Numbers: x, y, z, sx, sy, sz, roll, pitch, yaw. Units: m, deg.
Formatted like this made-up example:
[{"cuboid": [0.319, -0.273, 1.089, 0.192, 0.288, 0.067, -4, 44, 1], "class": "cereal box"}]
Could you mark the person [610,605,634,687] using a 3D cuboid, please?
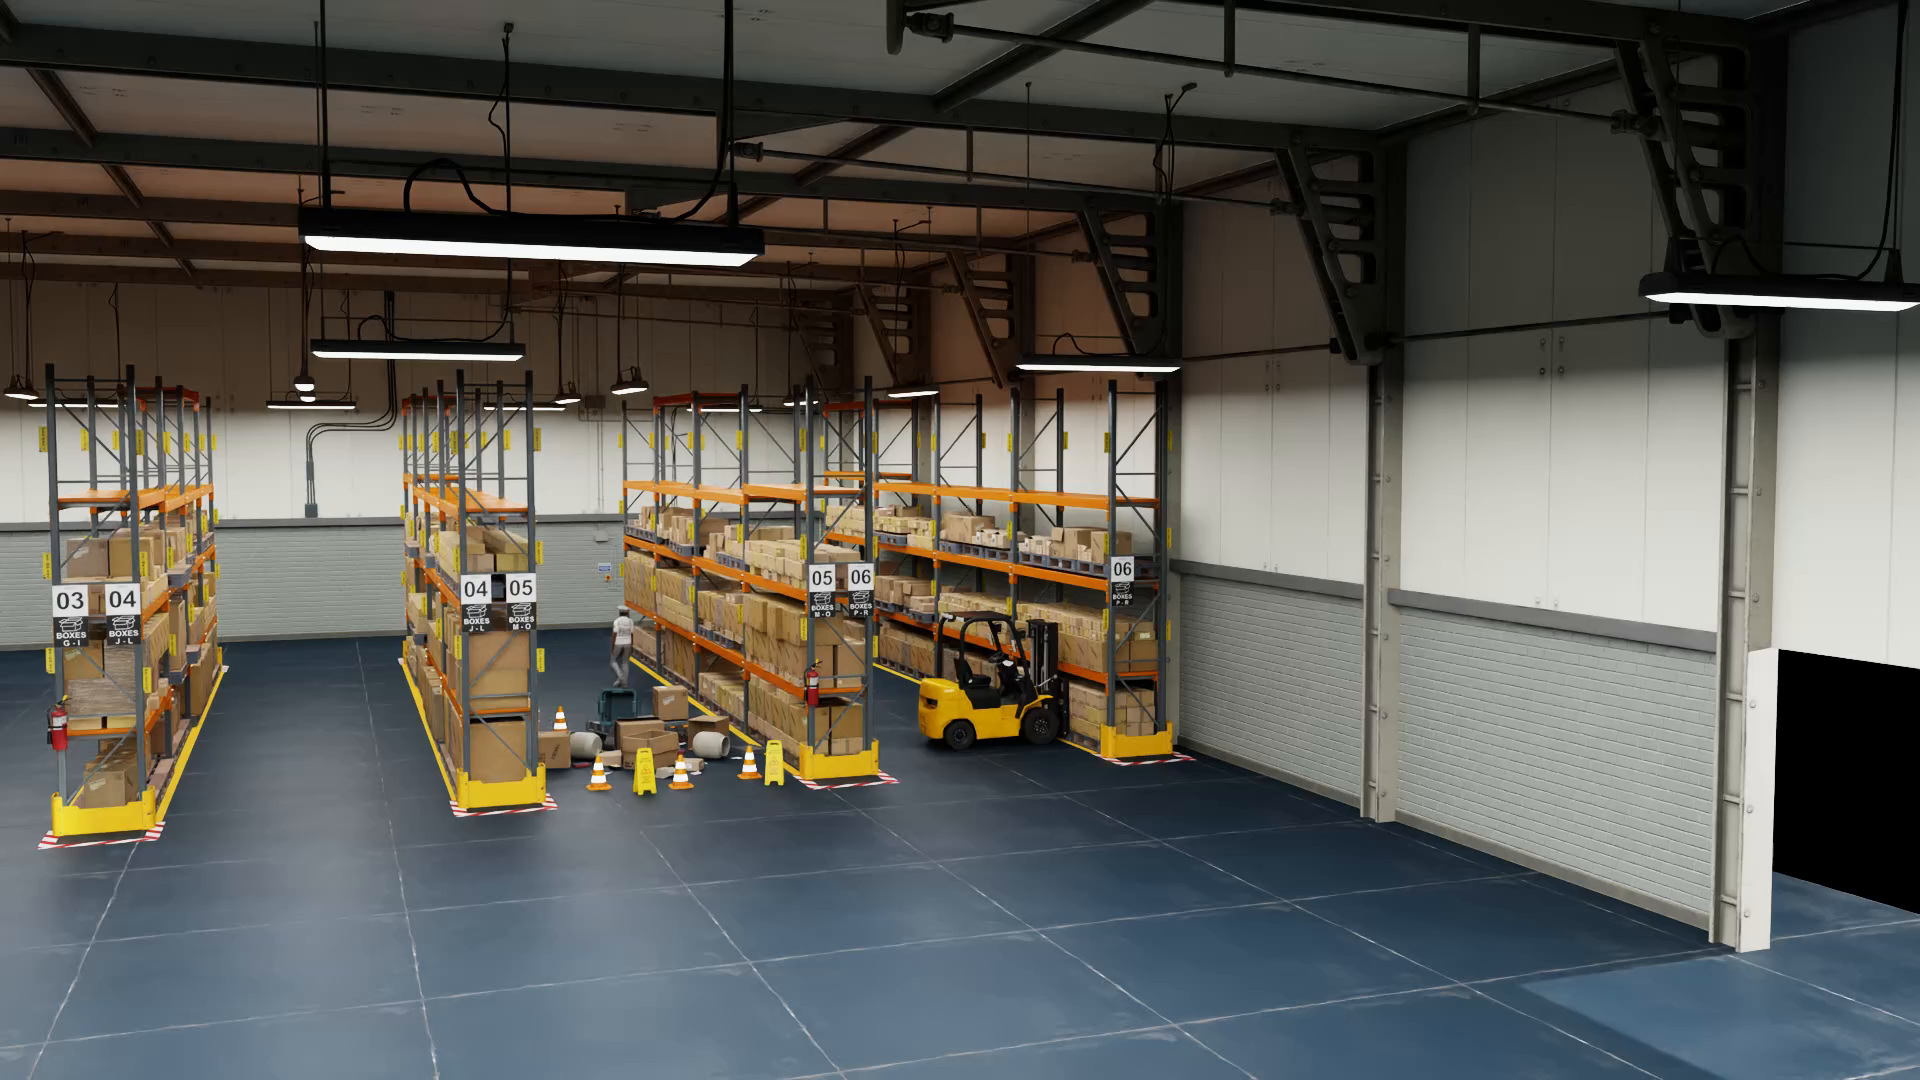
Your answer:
[{"cuboid": [-6.878, 2.178, 33.931, 0.491, 1.670, 0.437, -2, 4, -33], "class": "person"}]
